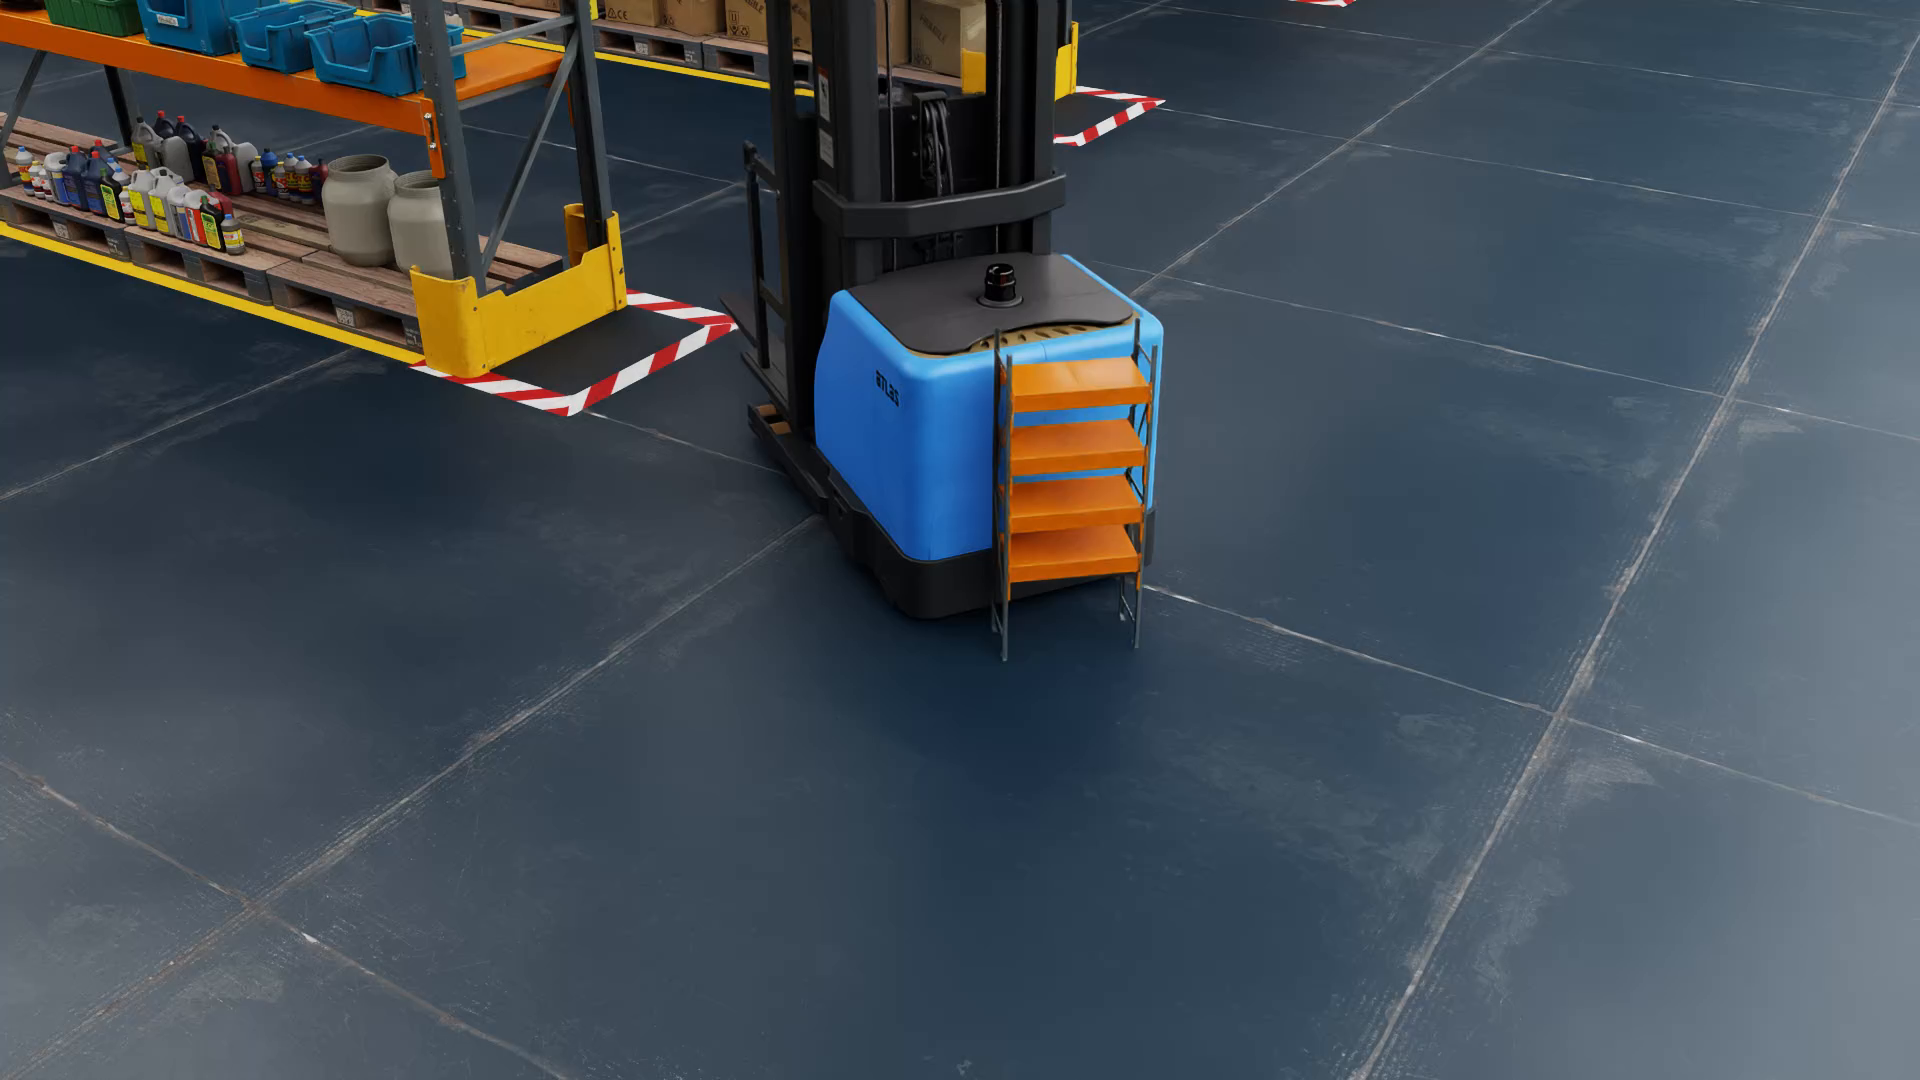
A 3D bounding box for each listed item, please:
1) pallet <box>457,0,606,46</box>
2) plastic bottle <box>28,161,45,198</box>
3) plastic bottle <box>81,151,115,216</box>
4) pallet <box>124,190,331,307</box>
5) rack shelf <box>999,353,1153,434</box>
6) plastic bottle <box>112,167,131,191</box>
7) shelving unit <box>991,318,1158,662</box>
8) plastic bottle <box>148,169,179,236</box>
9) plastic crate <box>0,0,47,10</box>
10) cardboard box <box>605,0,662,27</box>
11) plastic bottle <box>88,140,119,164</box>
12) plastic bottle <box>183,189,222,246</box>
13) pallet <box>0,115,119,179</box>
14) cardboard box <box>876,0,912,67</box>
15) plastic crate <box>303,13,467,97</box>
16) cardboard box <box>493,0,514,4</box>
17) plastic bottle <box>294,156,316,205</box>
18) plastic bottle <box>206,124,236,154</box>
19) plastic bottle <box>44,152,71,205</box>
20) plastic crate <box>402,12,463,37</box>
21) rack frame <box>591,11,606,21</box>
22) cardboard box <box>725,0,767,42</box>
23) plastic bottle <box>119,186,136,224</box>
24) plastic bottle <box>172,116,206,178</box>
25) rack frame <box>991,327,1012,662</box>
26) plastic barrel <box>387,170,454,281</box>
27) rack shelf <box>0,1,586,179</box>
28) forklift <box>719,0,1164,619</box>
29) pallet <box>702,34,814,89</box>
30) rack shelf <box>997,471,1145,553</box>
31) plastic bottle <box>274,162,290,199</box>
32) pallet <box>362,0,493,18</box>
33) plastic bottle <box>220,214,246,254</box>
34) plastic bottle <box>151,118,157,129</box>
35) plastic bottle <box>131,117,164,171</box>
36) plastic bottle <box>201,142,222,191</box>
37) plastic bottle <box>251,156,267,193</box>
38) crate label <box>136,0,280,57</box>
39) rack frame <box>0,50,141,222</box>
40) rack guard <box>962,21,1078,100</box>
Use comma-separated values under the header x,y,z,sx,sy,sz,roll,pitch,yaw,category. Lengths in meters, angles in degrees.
x,y,z,sx,sy,sz,roll,pitch,yaw,category
-3.540,-4.553,14.344,1.213,0.211,1.003,18,35,27,pallet
-5.390,-2.117,9.742,0.097,0.201,0.097,0,30,0,plastic bottle
-4.890,-2.037,9.457,0.185,0.351,0.144,16,34,25,plastic bottle
-3.929,-1.707,9.466,1.213,0.211,1.003,18,35,27,pallet
0.383,-0.498,5.634,0.480,0.148,0.258,-5,31,-8,rack shelf
-4.745,-1.979,9.437,0.097,0.271,0.097,0,30,0,plastic bottle
0.383,-0.159,5.832,0.503,1.200,0.258,-5,31,-8,shelving unit
-4.372,-1.873,9.177,0.185,0.351,0.144,19,35,29,plastic bottle
-5.137,-3.214,9.344,0.504,0.338,0.767,18,35,27,plastic crate
-2.562,-4.527,13.596,0.500,0.500,0.500,16,34,26,cardboard box
-4.973,-2.149,9.649,0.185,0.351,0.144,18,35,27,plastic bottle
-4.112,-1.761,9.059,0.135,0.276,0.152,18,35,28,plastic bottle
-6.199,-2.424,10.696,1.213,0.211,1.003,18,35,27,pallet
-0.536,-3.899,12.521,0.500,0.500,0.500,-25,38,-36,cardboard box
-2.708,-2.306,7.873,0.616,0.251,0.499,18,35,27,plastic crate
-3.782,-4.969,14.334,0.500,0.500,0.700,17,34,27,cardboard box
-3.785,-2.086,9.619,0.097,0.271,0.097,0,30,0,plastic bottle
-4.378,-2.294,9.897,0.185,0.351,0.144,17,34,27,plastic bottle
-5.188,-2.101,9.641,0.135,0.276,0.152,19,35,29,plastic bottle
-2.712,-2.627,8.537,0.250,0.136,0.298,18,35,27,plastic crate
-2.880,-5.549,13.285,0.127,3.000,1.000,18,35,27,rack frame
-1.505,-4.244,13.111,0.500,0.500,0.500,14,33,23,cardboard box
-4.663,-1.887,9.348,0.097,0.201,0.097,0,30,0,plastic bottle
-4.652,-2.380,10.045,0.185,0.351,0.144,16,34,25,plastic bottle
0.142,-0.138,5.796,0.015,1.200,0.240,-5,31,-8,rack frame
-2.723,-1.614,8.592,0.421,0.512,0.421,0,30,0,plastic barrel
-3.819,-2.589,8.924,4.000,0.370,1.077,18,35,27,rack shelf
-0.306,-1.701,6.757,1.130,2.935,3.031,-13,33,-20,forklift
-1.255,-3.853,13.146,1.213,0.211,1.003,18,35,27,pallet
0.383,-0.101,5.866,0.480,0.148,0.258,-5,31,-8,rack shelf
-3.954,-2.109,9.728,0.097,0.201,0.097,0,30,0,plastic bottle
-4.577,-4.879,14.904,1.213,0.211,1.003,18,35,27,pallet
-3.913,-1.650,8.942,0.097,0.201,0.097,0,30,0,plastic bottle
-4.930,-2.464,10.256,0.133,0.283,0.061,19,35,30,plastic bottle
-4.891,-2.370,10.028,0.185,0.351,0.144,18,35,27,plastic bottle
-4.411,-2.214,9.827,0.133,0.283,0.061,18,35,27,plastic bottle
-4.128,-2.164,9.823,0.097,0.201,0.097,0,30,0,plastic bottle
-3.828,-2.756,8.463,0.616,0.435,0.502,18,35,27,crate label
-5.513,-3.435,9.661,0.127,3.000,1.000,18,35,27,rack frame
0.444,-3.418,12.113,0.348,0.500,1.175,18,35,27,rack guard
